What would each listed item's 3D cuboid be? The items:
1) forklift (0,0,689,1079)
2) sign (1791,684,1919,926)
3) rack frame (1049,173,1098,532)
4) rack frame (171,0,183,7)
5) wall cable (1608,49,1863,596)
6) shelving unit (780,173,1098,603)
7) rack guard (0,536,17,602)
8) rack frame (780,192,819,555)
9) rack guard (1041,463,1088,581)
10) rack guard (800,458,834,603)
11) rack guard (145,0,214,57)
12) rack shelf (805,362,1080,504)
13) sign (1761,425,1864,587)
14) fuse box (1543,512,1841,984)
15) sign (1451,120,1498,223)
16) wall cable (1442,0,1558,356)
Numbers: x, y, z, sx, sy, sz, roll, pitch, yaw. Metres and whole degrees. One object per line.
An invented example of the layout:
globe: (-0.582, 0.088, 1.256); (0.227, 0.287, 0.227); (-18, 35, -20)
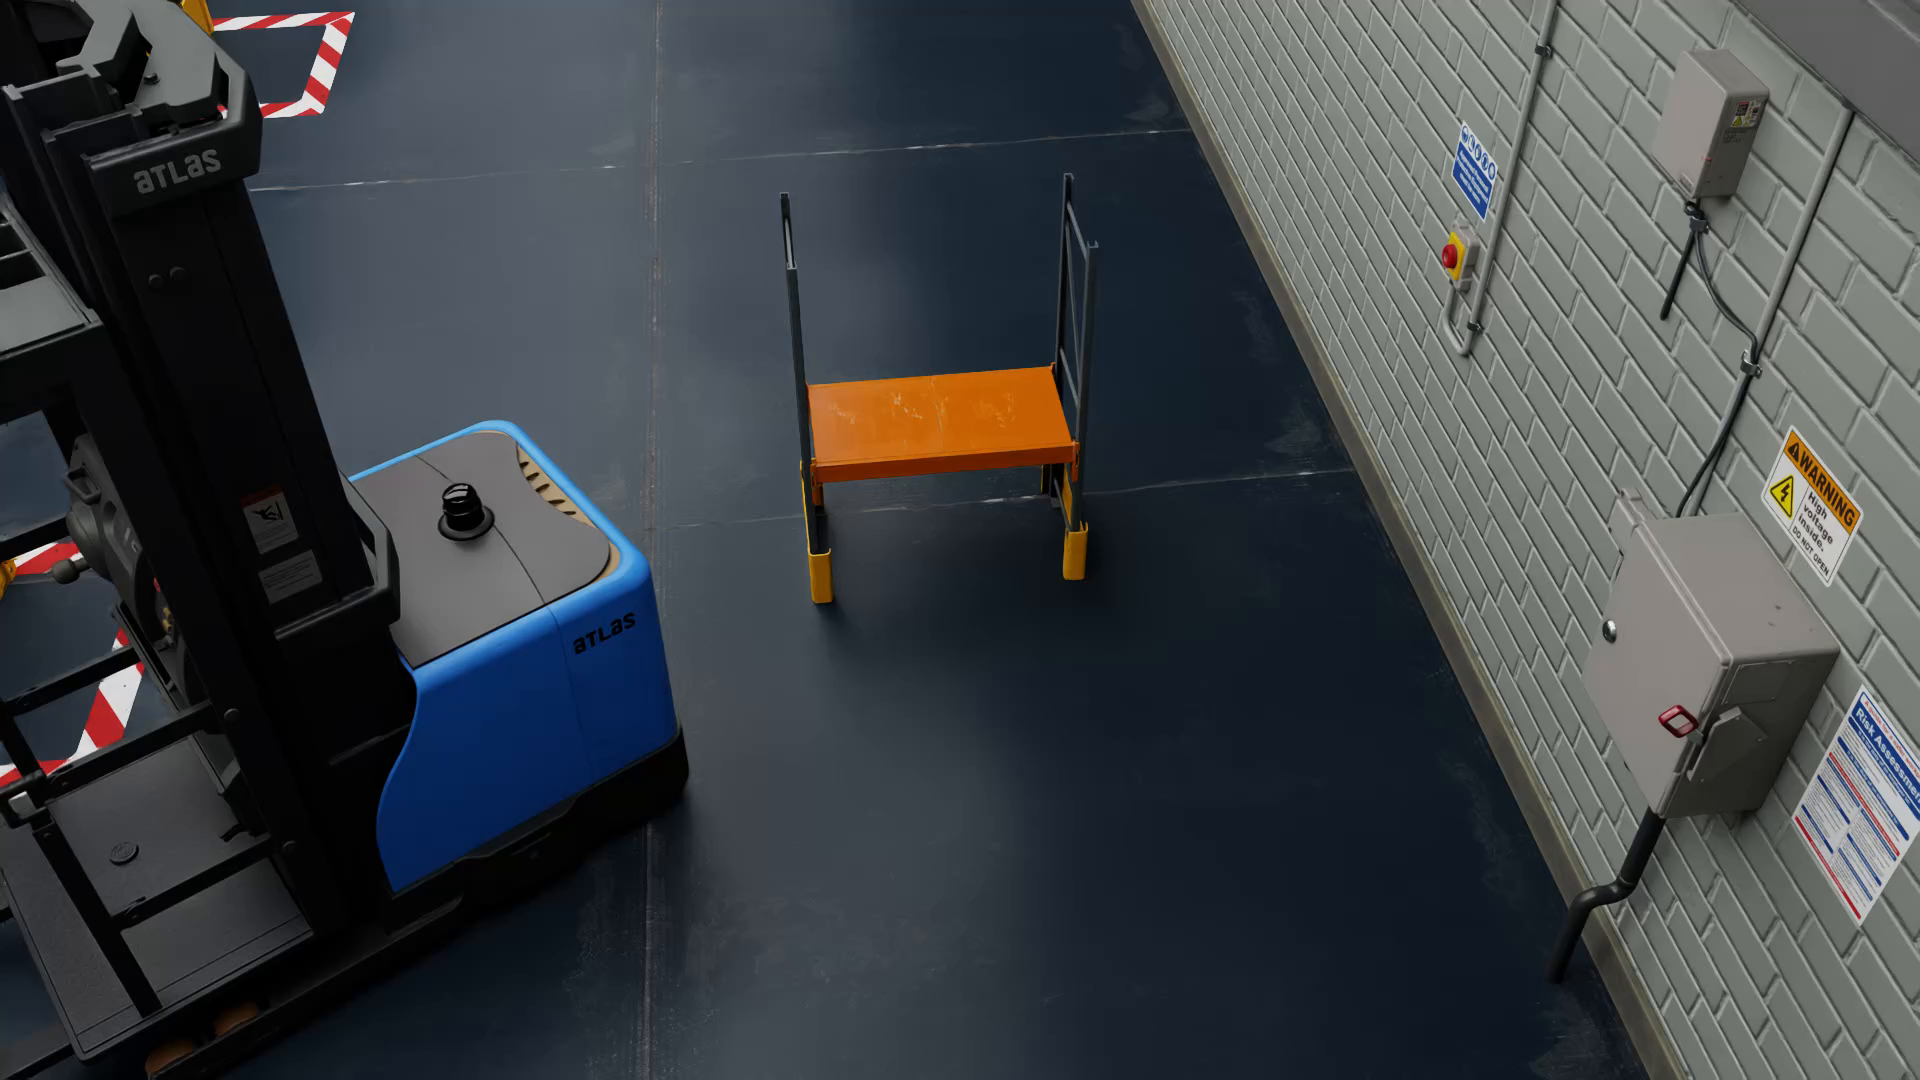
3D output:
forklift: (-2.404, 0.144, 4.402); (3.031, 2.935, 1.130); (-28, 49, -28)
sign: (2.108, 0.623, 3.890); (0.001, 0.494, 0.329); (-5, 42, -6)
rack frame: (0.419, -0.594, 6.288); (0.032, 1.500, 0.500); (-5, 42, -6)
rack frame: (-4.619, -3.903, 8.838); (0.127, 3.000, 1.000); (-5, 42, -6)
wall cable: (1.907, -0.566, 4.380); (0.122, 1.984, 0.588); (-5, 42, -6)
shelving unit: (-0.076, -0.550, 6.240); (1.083, 1.500, 0.587); (-5, 42, -6)
rack guard: (-3.853, 0.301, 6.043); (0.348, 0.500, 1.175); (-5, 42, -6)
rack frame: (-0.589, -0.505, 6.191); (0.032, 1.500, 0.500); (-5, 42, -6)
rack guard: (0.418, -0.129, 6.707); (0.087, 0.250, 0.587); (-5, 42, -6)
rack guard: (-0.569, -0.043, 6.611); (0.087, 0.250, 0.587); (-5, 42, -6)
rack guard: (-4.694, -2.969, 9.668); (0.348, 0.500, 1.175); (-5, 42, -6)
rack shelf: (-0.085, -0.416, 6.360); (1.000, 0.185, 0.538); (-5, 42, -6)
sign: (2.037, -0.084, 3.986); (0.001, 0.242, 0.339); (-5, 42, -6)
fuse box: (1.839, 0.756, 4.634); (0.414, 1.711, 0.539); (-5, 42, -6)
sign: (1.766, -1.268, 5.714); (0.001, 0.218, 0.327); (-5, 42, -6)
wall cable: (1.711, -1.519, 5.412); (0.123, 1.953, 0.585); (-5, 42, -6)
